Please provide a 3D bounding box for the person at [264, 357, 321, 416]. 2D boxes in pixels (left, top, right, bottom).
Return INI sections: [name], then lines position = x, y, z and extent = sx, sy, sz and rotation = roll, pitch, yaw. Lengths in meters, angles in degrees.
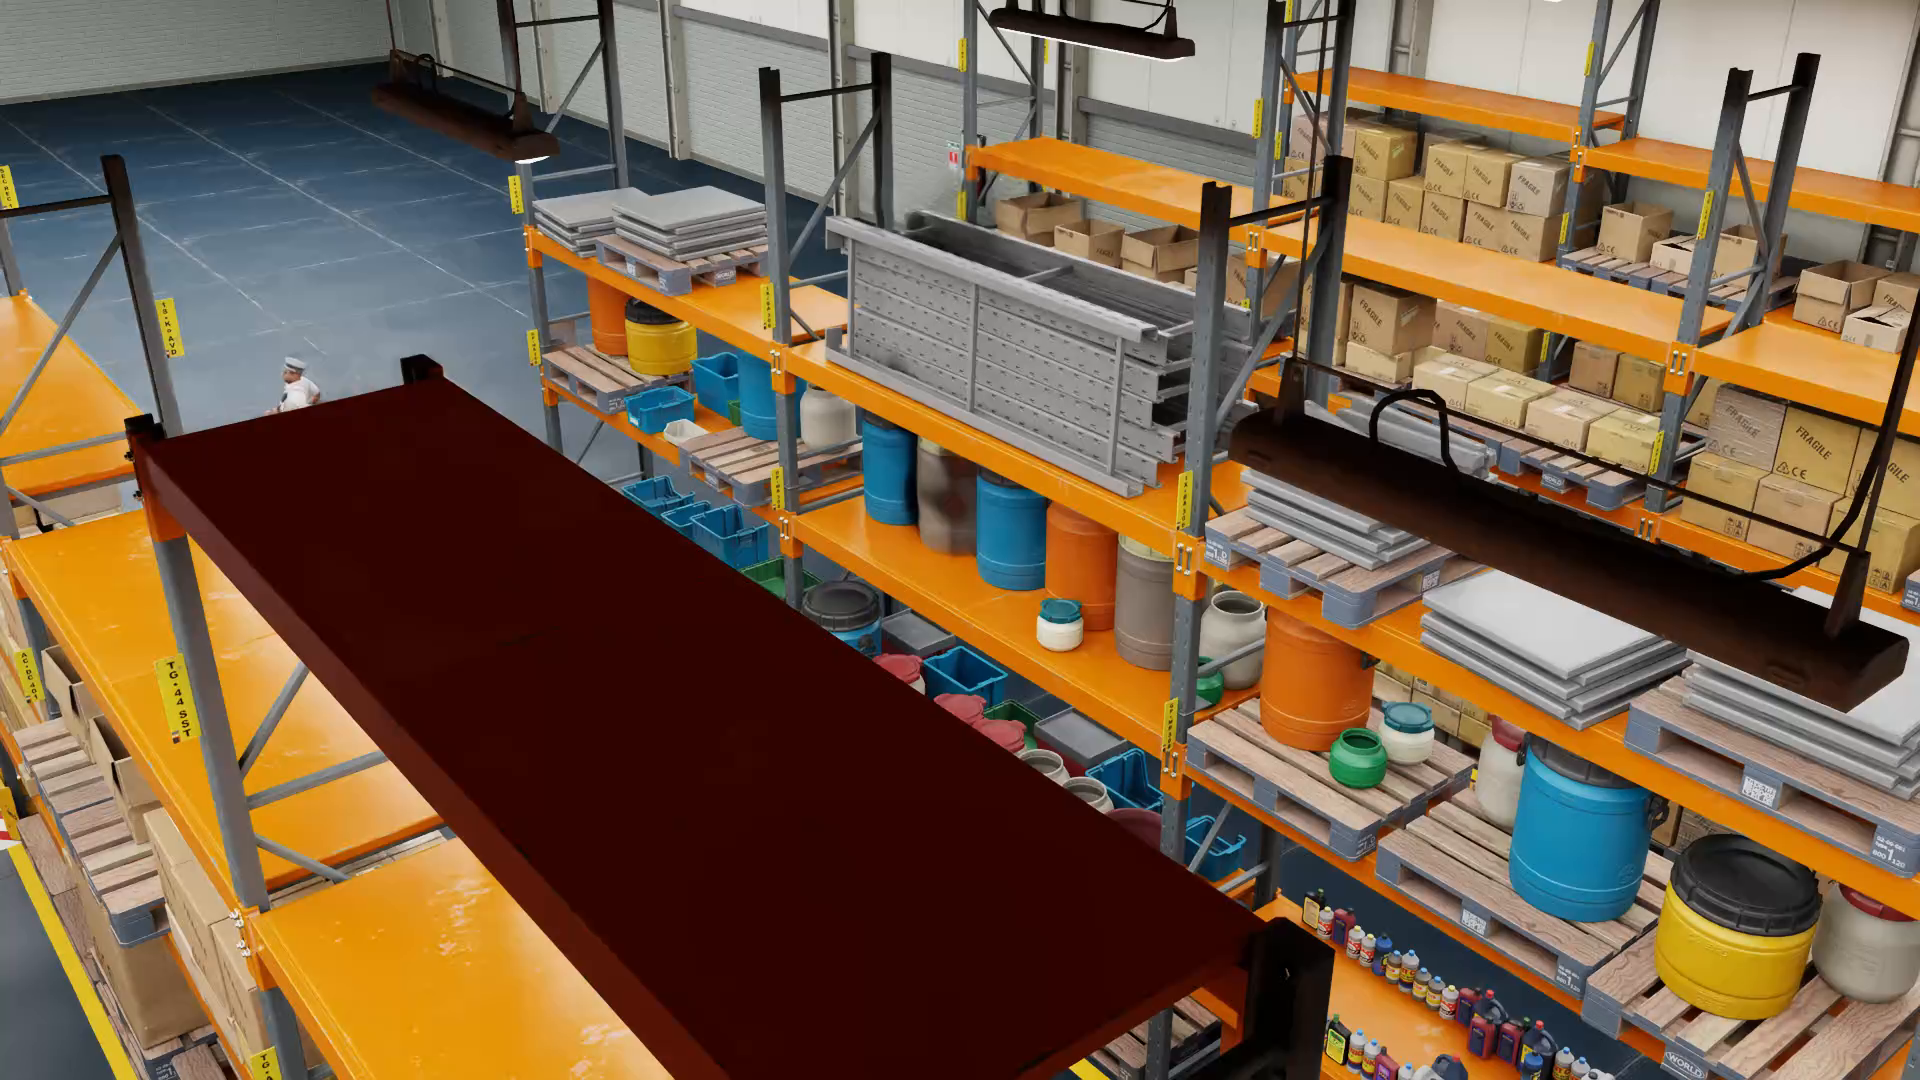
[person]
position = -7.409, -1.229, 18.751
extent = 0.953, 1.755, 0.672
rotation = -8, 27, -17
